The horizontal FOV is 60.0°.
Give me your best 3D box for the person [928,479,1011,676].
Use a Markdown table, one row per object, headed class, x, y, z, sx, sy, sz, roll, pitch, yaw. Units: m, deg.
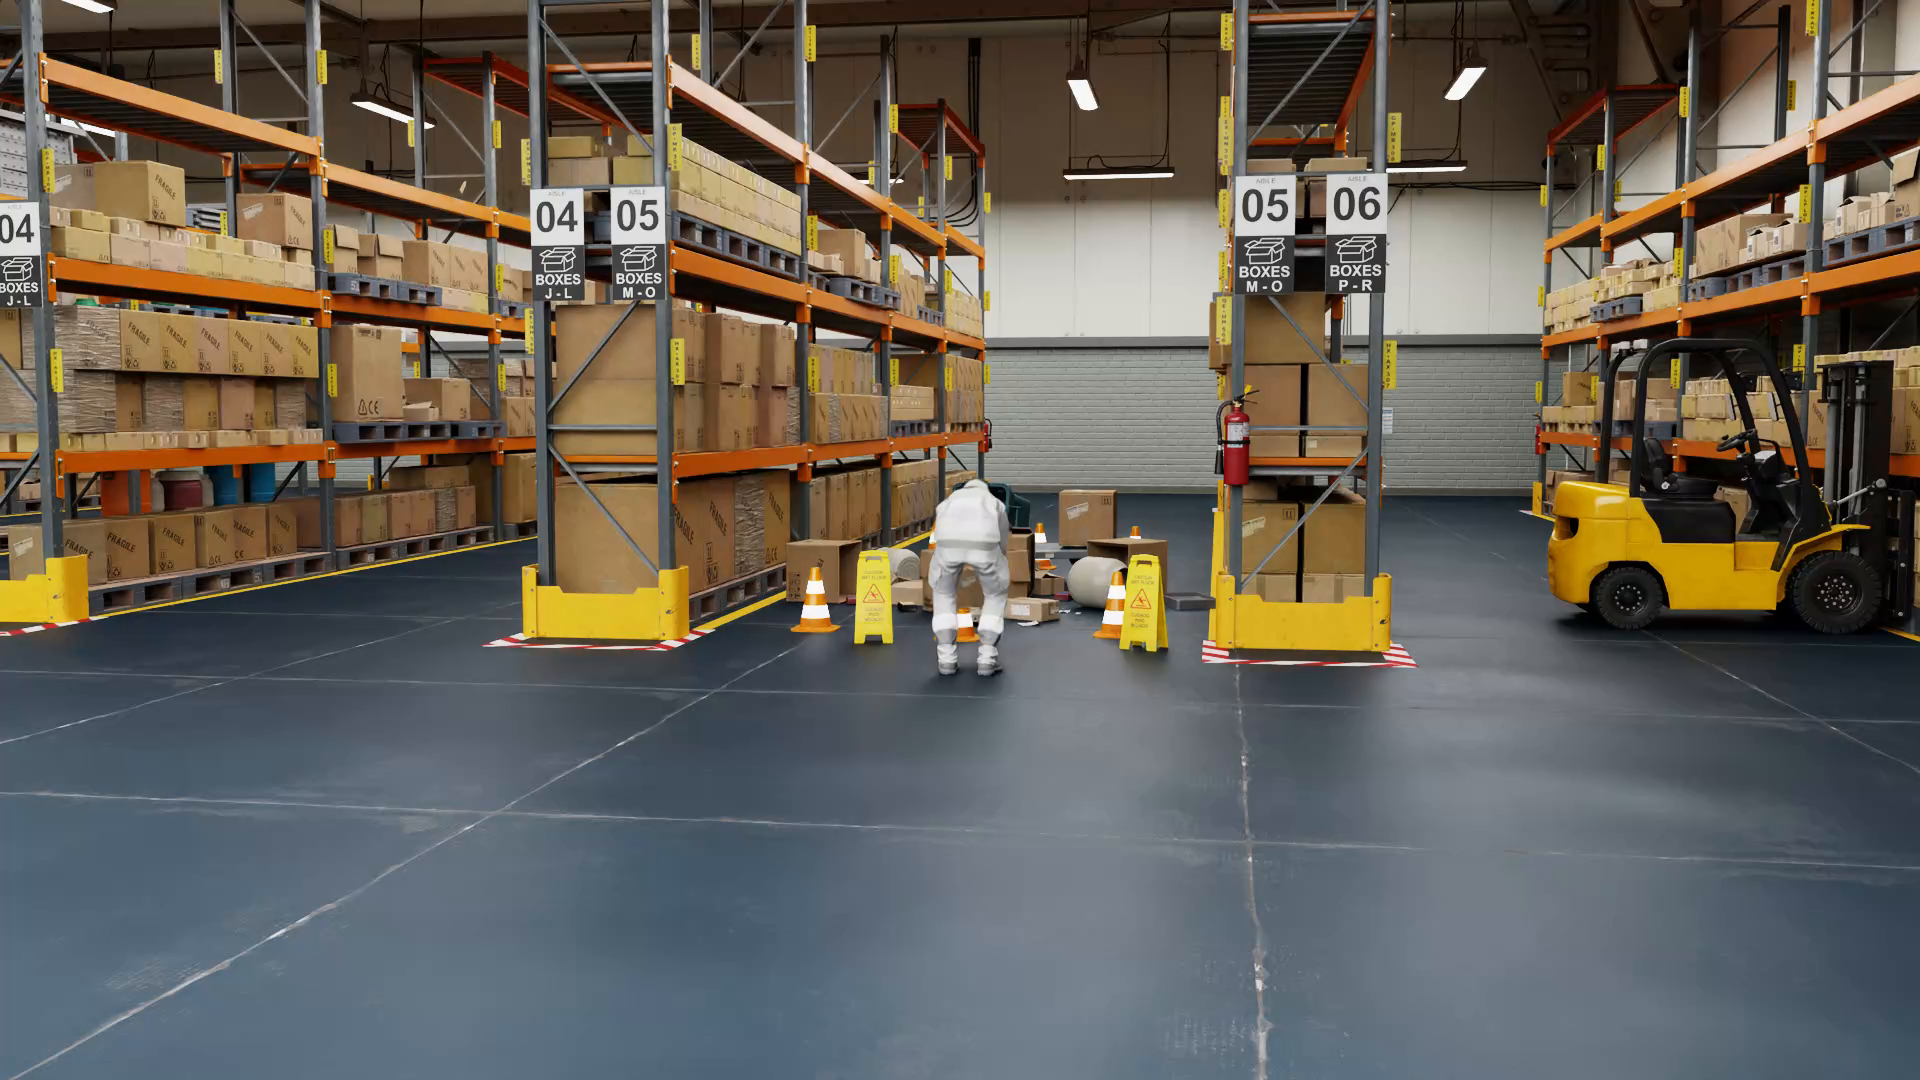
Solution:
| class | x | y | z | sx | sy | sz | roll | pitch | yaw |
| --- | --- | --- | --- | --- | --- | --- | --- | --- | --- |
| person | 0.073 | 0.220 | 10.505 | 0.517 | 1.180 | 0.944 | 0 | 4 | 6 |
